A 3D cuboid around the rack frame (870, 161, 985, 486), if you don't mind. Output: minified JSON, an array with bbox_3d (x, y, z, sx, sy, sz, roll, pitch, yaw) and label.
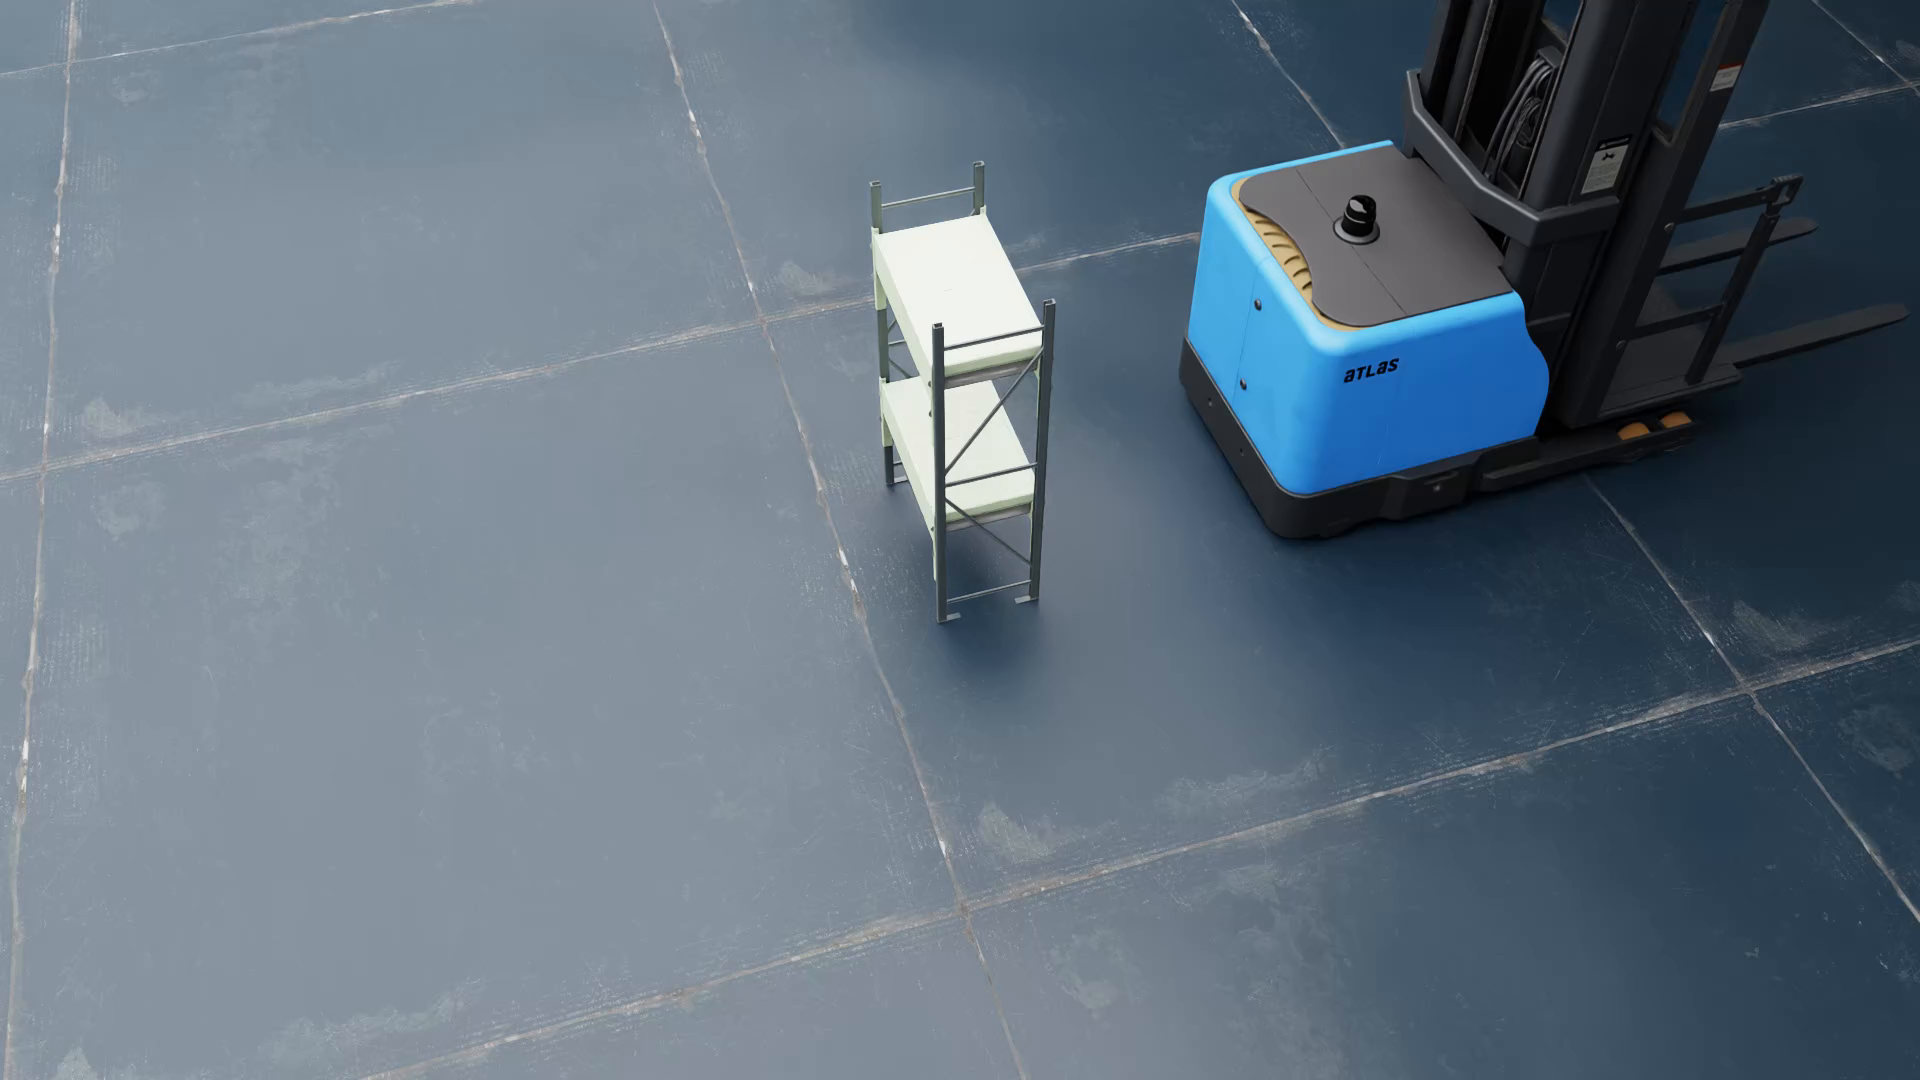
[{"bbox_3d":[-0.110,-0.756,6.196,0.400,1.500,0.023,-13,51,-11],"label":"rack frame"}]

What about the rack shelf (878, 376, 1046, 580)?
[{"bbox_3d":[-0.002,-0.278,6.220,0.431,0.370,0.720,-13,51,-11],"label":"rack shelf"}]

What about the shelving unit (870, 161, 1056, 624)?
[{"bbox_3d":[-0.002,-0.488,5.970,0.431,1.500,0.755,-13,51,-11],"label":"shelving unit"}]

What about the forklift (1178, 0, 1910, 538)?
[{"bbox_3d":[2.498,-1.634,6.000,3.031,2.935,1.130,-15,51,-12],"label":"forklift"}]

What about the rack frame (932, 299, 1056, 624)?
[{"bbox_3d":[0.106,-0.221,5.745,0.400,1.500,0.023,-13,51,-11],"label":"rack frame"}]

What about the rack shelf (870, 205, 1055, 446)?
[{"bbox_3d":[-0.002,-0.740,5.672,0.431,0.370,0.720,-13,51,-11],"label":"rack shelf"}]
